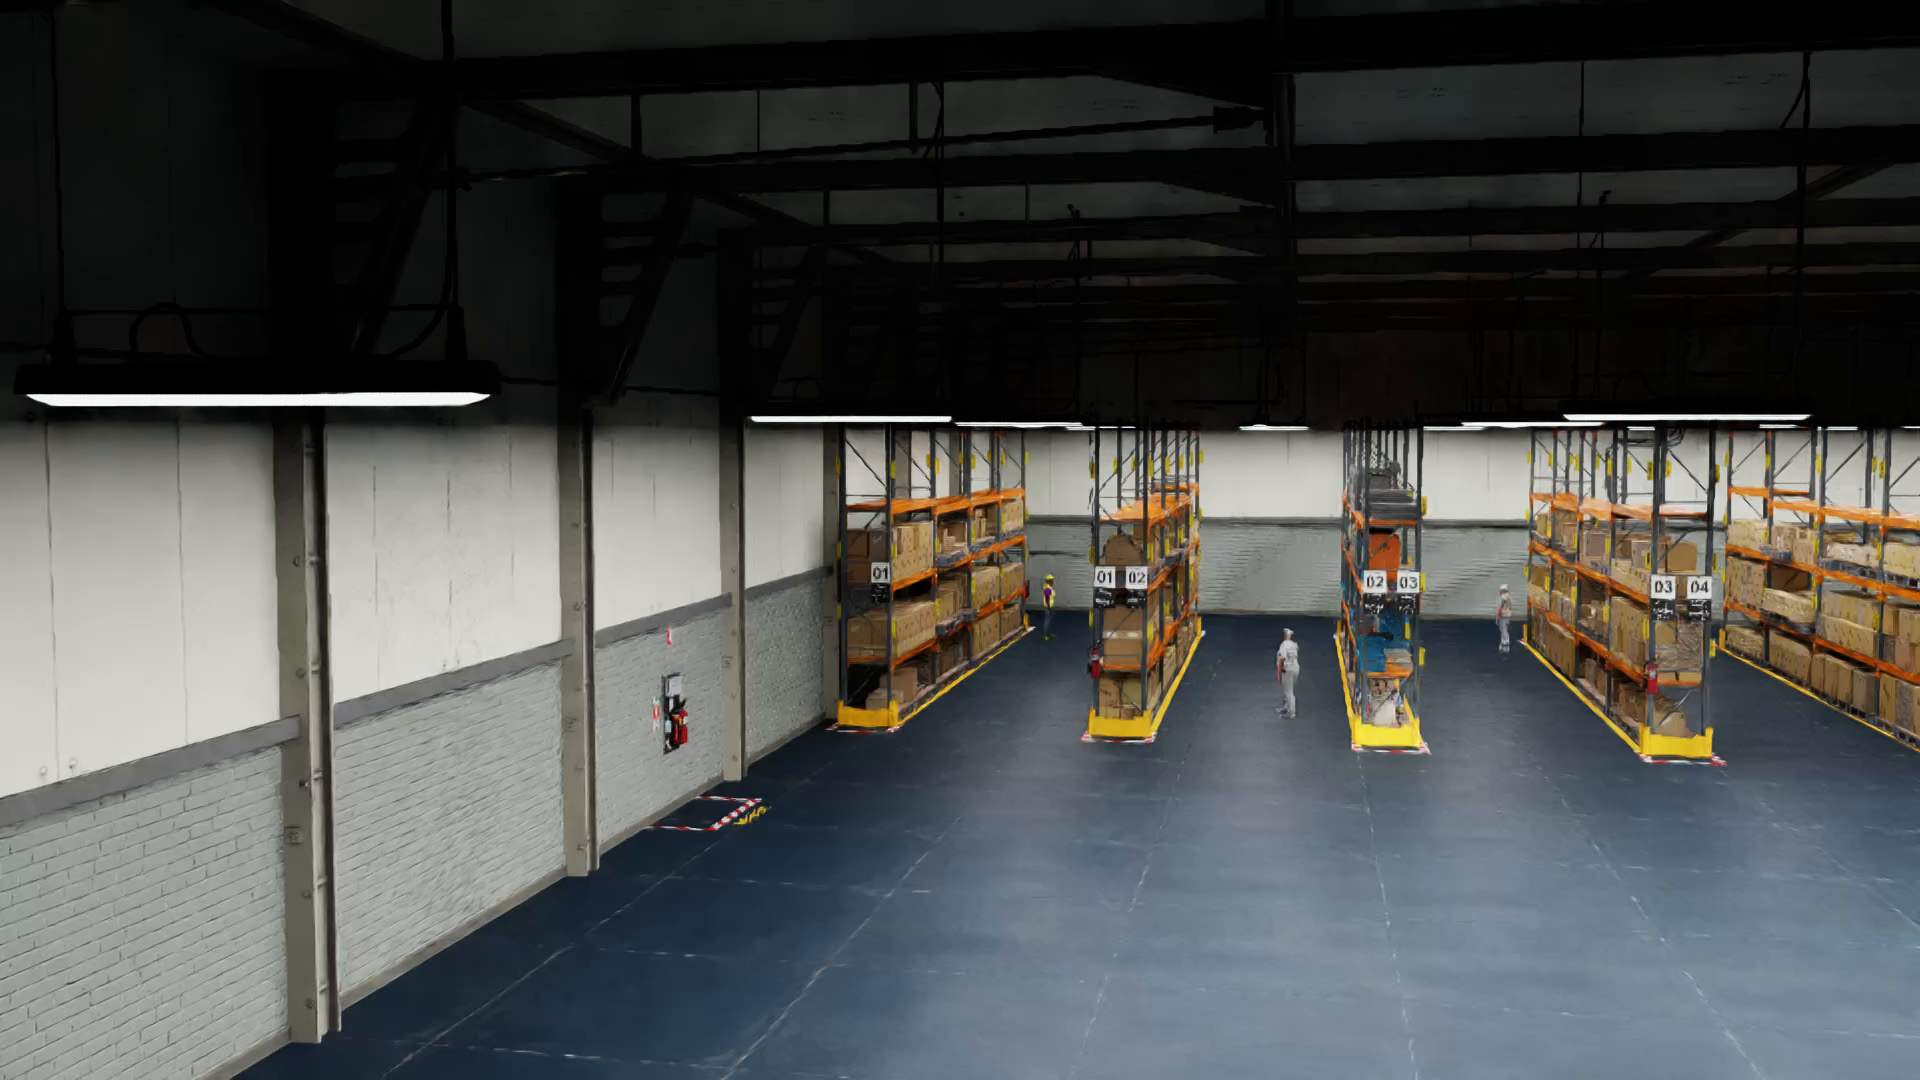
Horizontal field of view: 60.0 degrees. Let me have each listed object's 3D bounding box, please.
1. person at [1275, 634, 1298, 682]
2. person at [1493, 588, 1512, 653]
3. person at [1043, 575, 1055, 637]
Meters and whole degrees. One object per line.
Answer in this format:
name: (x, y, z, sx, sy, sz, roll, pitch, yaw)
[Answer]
person: (6.599, 2.325, 33.503, 0.377, 1.028, 0.630, 3, 5, 39)
person: (14.049, 2.049, 43.090, 0.543, 1.731, 0.596, 3, 5, 41)
person: (2.459, 1.805, 45.961, 0.349, 1.707, 0.678, 0, 4, 7)
